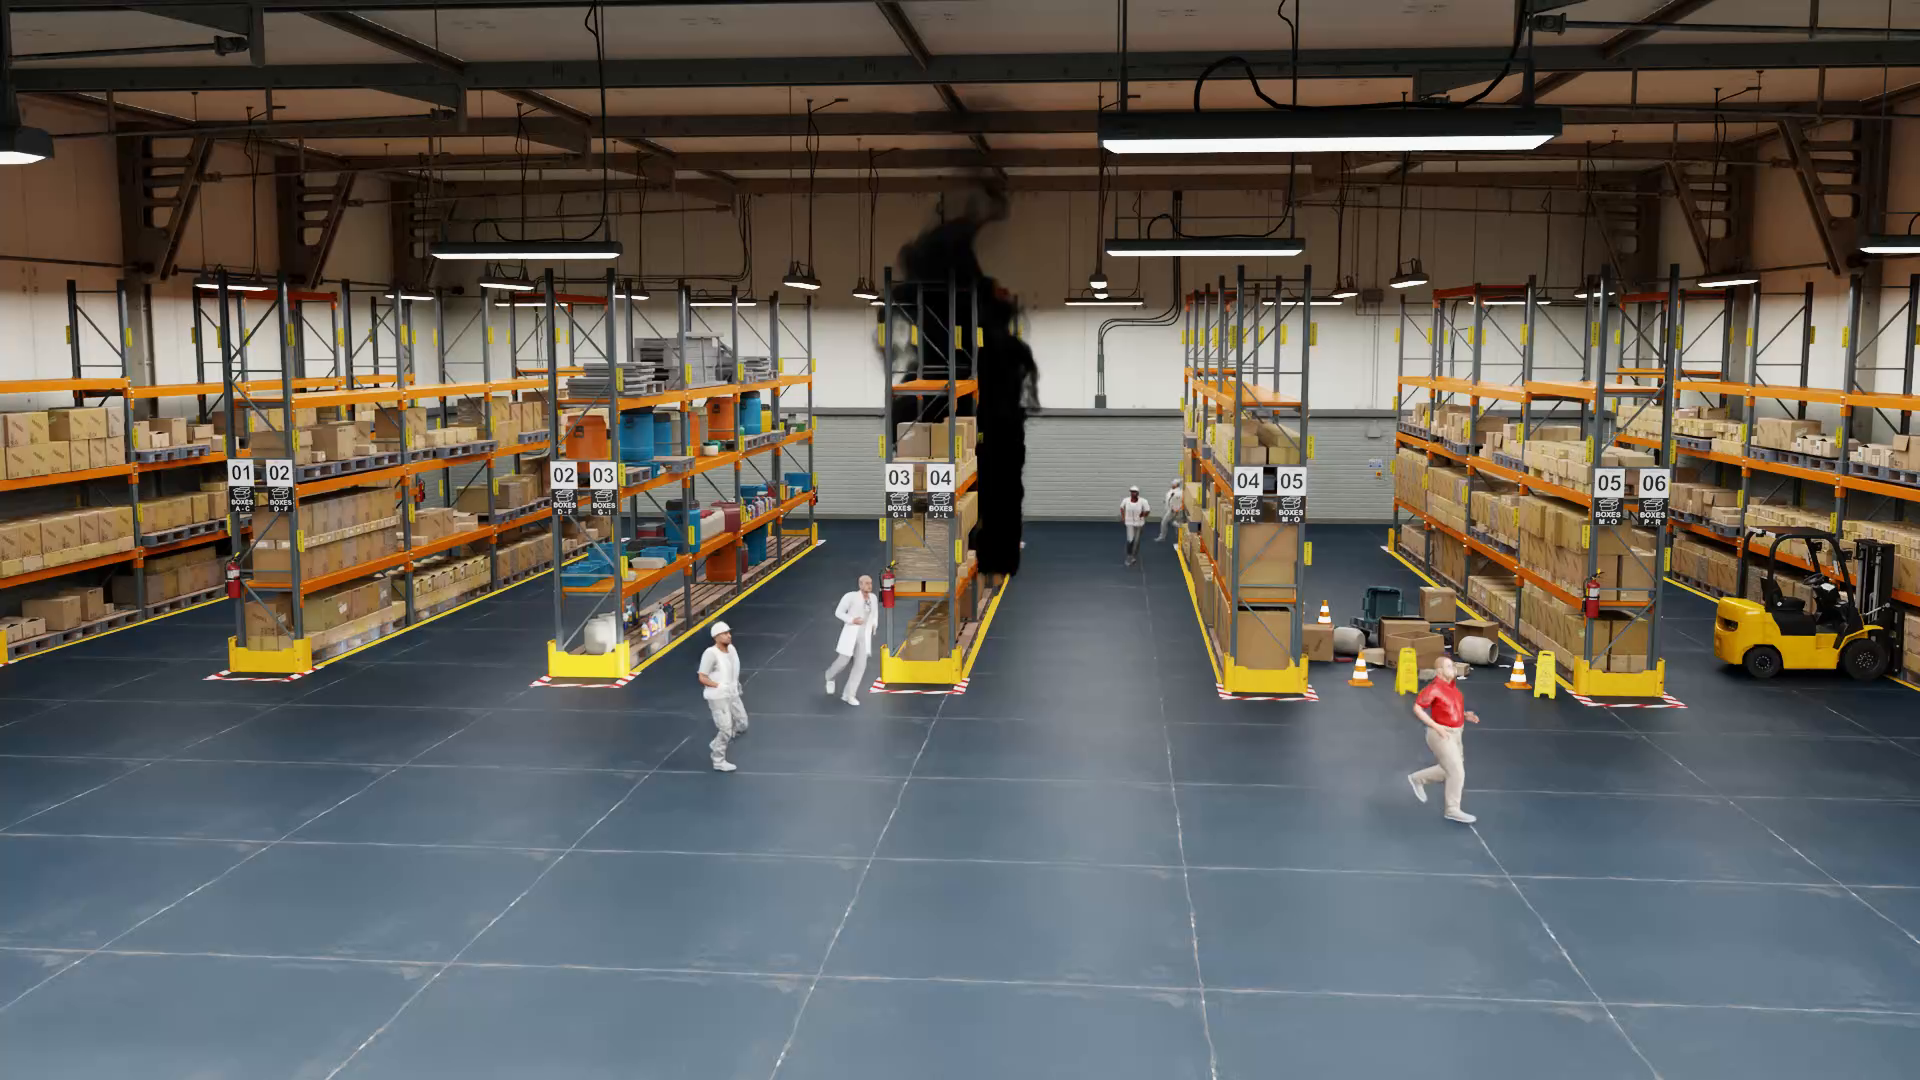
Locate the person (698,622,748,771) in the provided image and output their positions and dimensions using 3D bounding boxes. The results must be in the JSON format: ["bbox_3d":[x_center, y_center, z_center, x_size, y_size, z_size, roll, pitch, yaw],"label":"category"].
[{"bbox_3d":[-2.699,1.814,19.225,0.569,1.740,0.698,4,8,30],"label":"person"}]

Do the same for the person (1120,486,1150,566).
[{"bbox_3d":[3.850,-0.297,36.603,0.664,1.800,0.718,1,7,7],"label":"person"}]

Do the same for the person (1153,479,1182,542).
[{"bbox_3d":[5.161,-0.738,40.843,0.812,1.580,0.792,1,7,10],"label":"person"}]

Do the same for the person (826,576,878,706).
[{"bbox_3d":[-1.405,1.350,23.076,0.717,1.734,0.997,-4,8,-27],"label":"person"}]

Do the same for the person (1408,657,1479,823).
[{"bbox_3d":[5.047,2.058,17.392,0.809,1.689,0.675,6,9,42],"label":"person"}]
